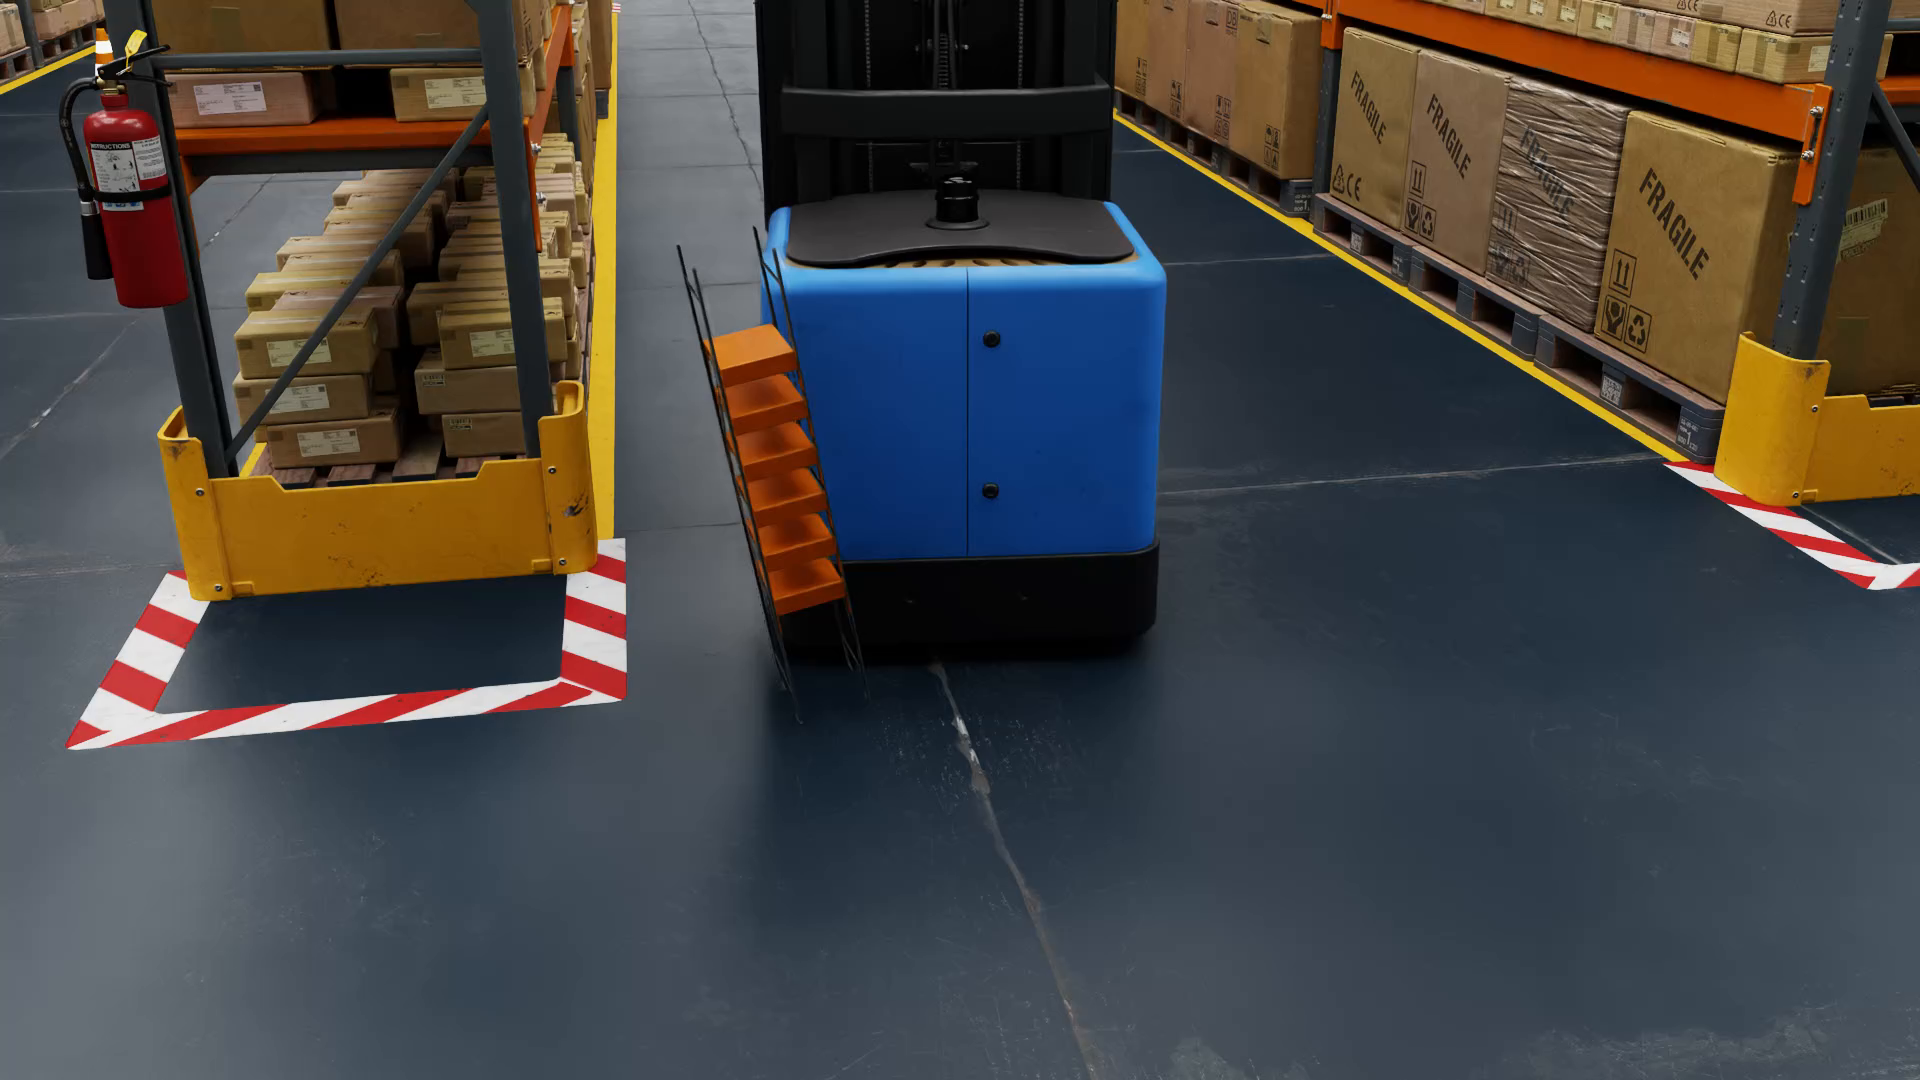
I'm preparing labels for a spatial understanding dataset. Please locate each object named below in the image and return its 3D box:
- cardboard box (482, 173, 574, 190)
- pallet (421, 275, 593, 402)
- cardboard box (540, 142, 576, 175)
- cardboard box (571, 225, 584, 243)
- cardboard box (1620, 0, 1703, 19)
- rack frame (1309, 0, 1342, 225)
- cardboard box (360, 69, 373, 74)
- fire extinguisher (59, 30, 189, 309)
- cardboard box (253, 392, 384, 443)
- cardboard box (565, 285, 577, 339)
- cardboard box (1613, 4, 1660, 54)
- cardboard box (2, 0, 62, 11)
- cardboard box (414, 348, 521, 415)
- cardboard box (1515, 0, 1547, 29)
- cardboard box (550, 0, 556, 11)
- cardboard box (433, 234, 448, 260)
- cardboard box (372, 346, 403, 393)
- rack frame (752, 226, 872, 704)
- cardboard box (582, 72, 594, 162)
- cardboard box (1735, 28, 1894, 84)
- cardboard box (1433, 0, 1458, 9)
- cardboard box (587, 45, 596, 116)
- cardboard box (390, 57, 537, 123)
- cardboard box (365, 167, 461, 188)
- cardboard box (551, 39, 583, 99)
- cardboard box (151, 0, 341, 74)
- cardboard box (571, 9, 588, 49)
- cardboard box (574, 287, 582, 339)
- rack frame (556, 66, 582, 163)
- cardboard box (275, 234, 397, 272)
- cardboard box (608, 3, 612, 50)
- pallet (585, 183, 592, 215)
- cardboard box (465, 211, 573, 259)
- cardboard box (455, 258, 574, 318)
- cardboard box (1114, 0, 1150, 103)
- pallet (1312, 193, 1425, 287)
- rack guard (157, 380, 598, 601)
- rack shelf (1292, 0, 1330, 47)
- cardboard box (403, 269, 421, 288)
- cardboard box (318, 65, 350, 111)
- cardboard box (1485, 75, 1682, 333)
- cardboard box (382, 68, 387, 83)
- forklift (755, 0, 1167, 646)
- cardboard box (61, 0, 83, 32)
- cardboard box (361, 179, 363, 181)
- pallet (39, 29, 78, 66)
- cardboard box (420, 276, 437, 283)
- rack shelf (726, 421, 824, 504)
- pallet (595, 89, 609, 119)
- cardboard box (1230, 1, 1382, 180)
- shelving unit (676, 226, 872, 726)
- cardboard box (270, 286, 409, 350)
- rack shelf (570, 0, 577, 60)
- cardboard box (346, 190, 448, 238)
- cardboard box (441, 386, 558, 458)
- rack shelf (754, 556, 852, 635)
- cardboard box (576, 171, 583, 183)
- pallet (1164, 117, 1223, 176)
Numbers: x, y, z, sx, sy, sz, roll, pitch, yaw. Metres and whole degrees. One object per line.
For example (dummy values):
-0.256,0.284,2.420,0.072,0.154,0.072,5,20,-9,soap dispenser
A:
-1.859,-1.481,7.187,0.380,0.149,0.250,-5,24,-12,cardboard box
-2.044,-0.825,6.876,1.003,0.211,1.213,-4,24,-10,pallet
-2.024,-1.786,7.886,0.380,0.149,0.250,-4,24,-9,cardboard box
-1.947,-1.395,7.734,0.380,0.149,0.250,-5,24,-12,cardboard box
2.757,-2.038,5.984,0.500,0.250,0.500,-5,24,-11,cardboard box
2.461,-3.173,8.767,1.000,3.000,0.127,-4,24,-10,rack frame
-2.191,-1.667,5.633,0.380,0.149,0.250,-5,24,-12,cardboard box
-2.099,-0.933,4.200,0.296,0.674,0.183,-4,24,-10,fire extinguisher
-2.142,-0.444,5.555,0.380,0.149,0.250,-4,24,-8,cardboard box
-1.605,-0.830,6.069,0.380,0.149,0.250,-4,24,-8,cardboard box
2.671,-1.900,6.166,0.380,0.149,0.250,-4,24,-9,cardboard box
-8.601,-5.114,15.186,0.500,0.500,0.500,-3,24,-7,cardboard box
-1.537,-0.520,5.358,0.380,0.149,0.250,-3,24,-8,cardboard box
2.529,-2.202,6.857,0.380,0.149,0.250,-4,24,-9,cardboard box
-2.004,-2.433,7.386,0.380,0.149,0.250,-3,24,-8,cardboard box
-2.389,-1.299,7.143,0.380,0.149,0.250,-3,24,-7,cardboard box
-2.066,-0.588,5.514,0.380,0.149,0.250,-5,24,-11,cardboard box
-0.355,-0.160,4.059,0.006,1.200,0.240,-16,27,-12,rack frame
-2.408,-2.411,9.621,0.500,0.500,0.500,-3,24,-7,cardboard box
2.811,-1.600,5.480,0.380,0.149,0.250,-4,24,-9,cardboard box
2.385,-2.506,7.554,0.380,0.149,0.250,-5,24,-10,cardboard box
-2.701,-3.022,11.020,0.500,0.500,0.500,-3,24,-8,cardboard box
-1.430,-1.309,4.813,0.380,0.149,0.250,-4,24,-10,cardboard box
-2.484,-1.645,7.562,0.380,0.149,0.250,-5,24,-10,cardboard box
-2.309,-2.546,8.994,0.500,0.250,0.500,-5,24,-12,cardboard box
-2.029,-1.612,4.697,0.500,0.500,0.500,-4,24,-9,cardboard box
-2.605,-3.161,10.402,0.500,0.250,0.500,-4,24,-9,cardboard box
-1.697,-0.889,6.574,0.380,0.149,0.250,-5,24,-12,cardboard box
-2.432,-2.846,8.018,1.000,3.000,0.127,-4,24,-10,rack frame
-2.292,-1.024,6.141,0.380,0.149,0.250,-3,24,-8,cardboard box
-3.534,-4.537,14.176,1.050,0.750,0.750,-4,24,-10,cardboard box
-2.578,-1.874,9.277,1.003,0.211,1.213,-4,24,-10,pallet
-1.718,-1.178,6.494,0.380,0.149,0.250,-4,24,-9,cardboard box
-1.545,-0.870,5.789,0.380,0.149,0.250,-4,24,-10,cardboard box
1.828,-3.692,12.086,1.225,0.875,0.875,-5,24,-12,cardboard box
2.525,-1.590,8.627,1.003,0.211,1.213,-4,24,-10,pallet
-1.707,-0.157,4.984,1.175,0.500,0.348,-4,24,-10,rack guard
2.091,-3.630,10.713,1.077,0.370,4.000,-4,24,-10,rack shelf
-2.306,-0.990,6.435,0.380,0.149,0.250,-3,24,-7,cardboard box
-2.040,-1.365,4.942,0.380,0.149,0.250,-4,24,-10,cardboard box
2.835,-1.422,6.888,0.875,0.875,0.875,-4,24,-10,cardboard box
-1.698,-1.608,5.497,0.380,0.149,0.250,-3,24,-7,cardboard box
-0.090,-1.612,5.279,1.130,2.935,3.031,-2,24,-4,forklift
-8.711,-4.980,15.815,0.500,0.250,0.500,-3,24,-7,cardboard box
-2.680,-1.702,8.064,0.380,0.149,0.250,-3,24,-7,cardboard box
-8.916,-4.570,15.450,1.003,0.211,1.213,-4,24,-10,pallet
-2.277,-0.960,6.737,0.380,0.149,0.250,-4,24,-8,cardboard box
-0.453,-0.202,4.006,0.180,0.103,0.258,-16,27,-12,rack shelf
-3.244,-3.457,12.901,1.003,0.211,1.213,-4,24,-10,pallet
2.323,-2.642,9.682,1.225,0.875,0.875,-4,24,-10,cardboard box
-0.441,-0.135,4.039,0.189,1.200,0.258,-16,27,-12,shelving unit
-2.029,-0.723,5.453,0.380,0.149,0.250,-4,24,-9,cardboard box
-2.802,-3.303,9.963,1.077,0.370,4.000,-4,24,-10,rack shelf
-2.315,-1.337,6.857,0.380,0.149,0.250,-5,24,-12,cardboard box
-1.475,-0.388,5.428,0.380,0.149,0.250,-4,24,-9,cardboard box
-0.397,0.117,4.165,0.180,0.103,0.258,-16,27,-12,rack shelf
-1.999,-1.662,7.973,0.380,0.149,0.250,-5,24,-12,cardboard box
2.015,-2.674,11.109,1.003,0.211,1.213,-4,24,-10,pallet
